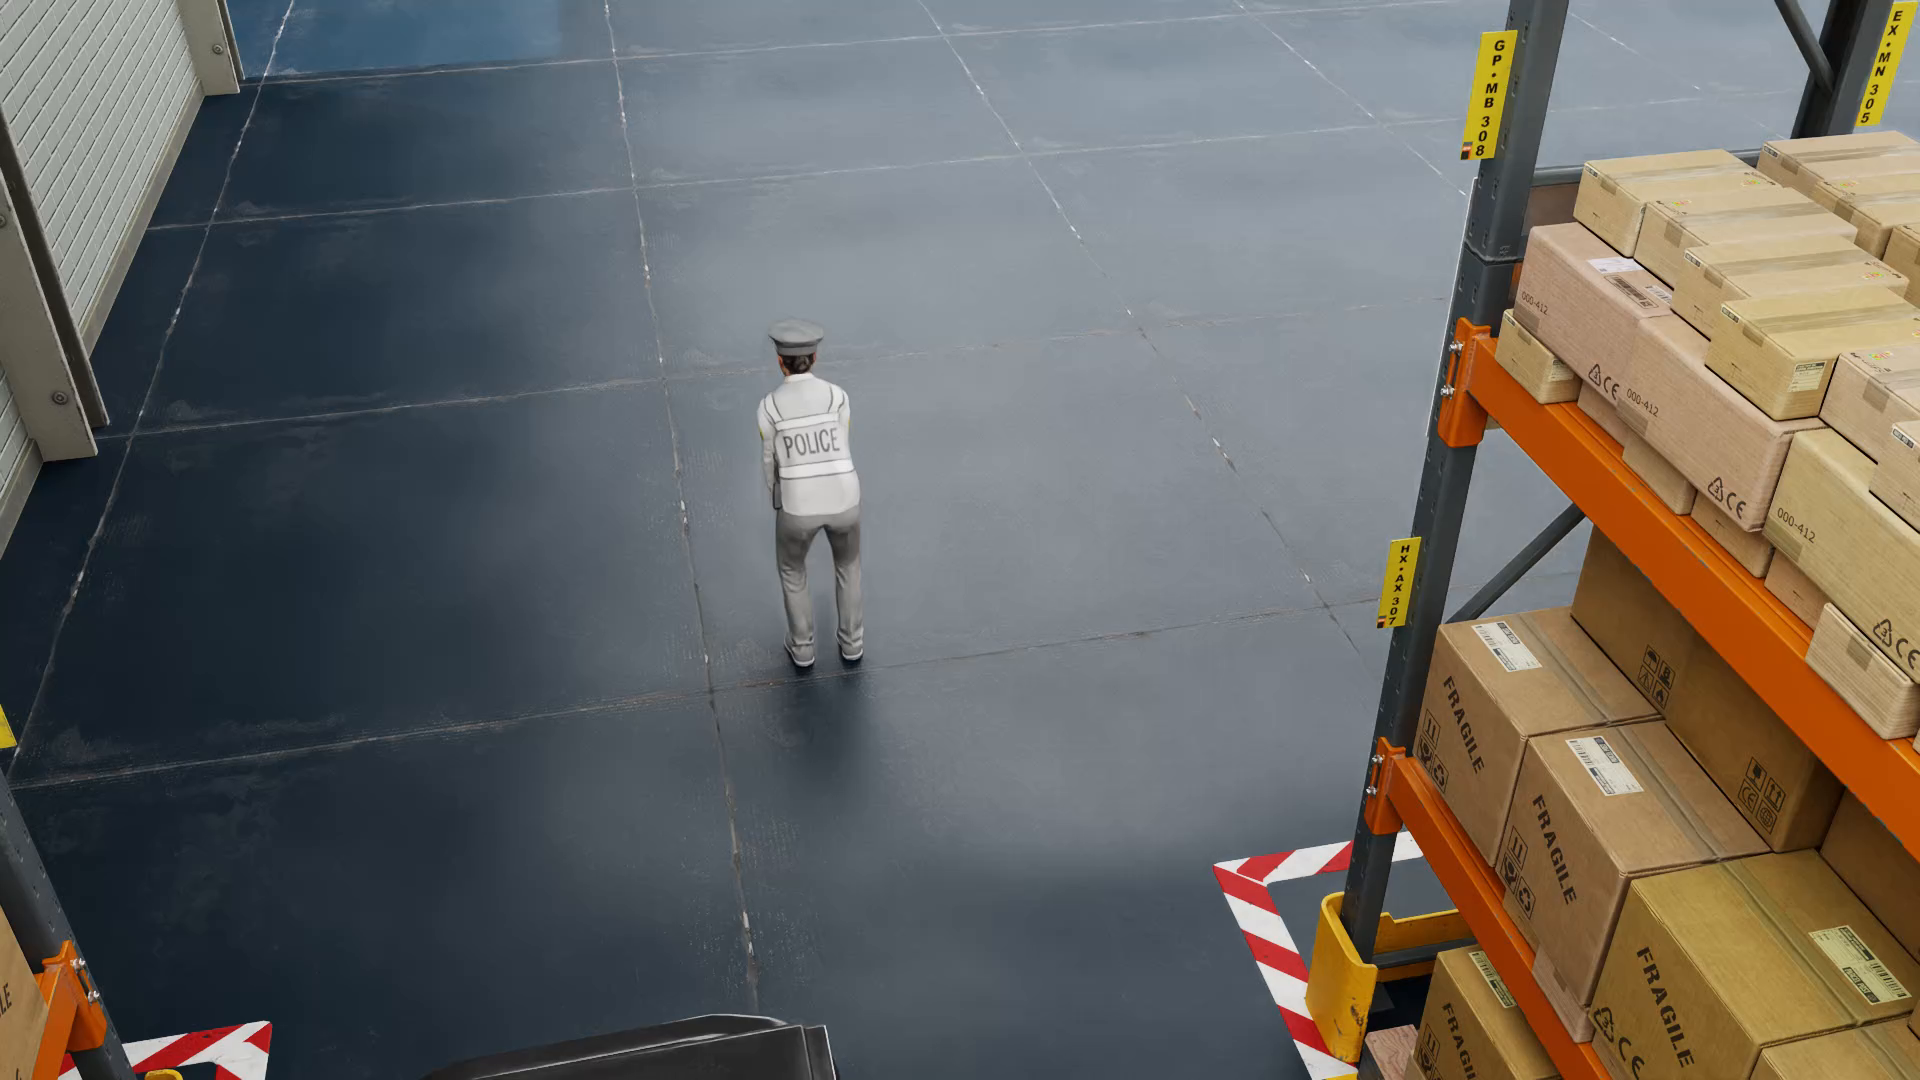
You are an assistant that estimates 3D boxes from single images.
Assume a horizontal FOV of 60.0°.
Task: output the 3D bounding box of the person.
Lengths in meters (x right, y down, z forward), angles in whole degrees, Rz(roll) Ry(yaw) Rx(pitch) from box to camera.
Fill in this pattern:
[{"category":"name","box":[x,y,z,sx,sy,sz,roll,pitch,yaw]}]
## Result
[{"category":"person","box":[-0.671,-0.176,7.487,0.412,1.573,0.589,-8,35,-11]}]
